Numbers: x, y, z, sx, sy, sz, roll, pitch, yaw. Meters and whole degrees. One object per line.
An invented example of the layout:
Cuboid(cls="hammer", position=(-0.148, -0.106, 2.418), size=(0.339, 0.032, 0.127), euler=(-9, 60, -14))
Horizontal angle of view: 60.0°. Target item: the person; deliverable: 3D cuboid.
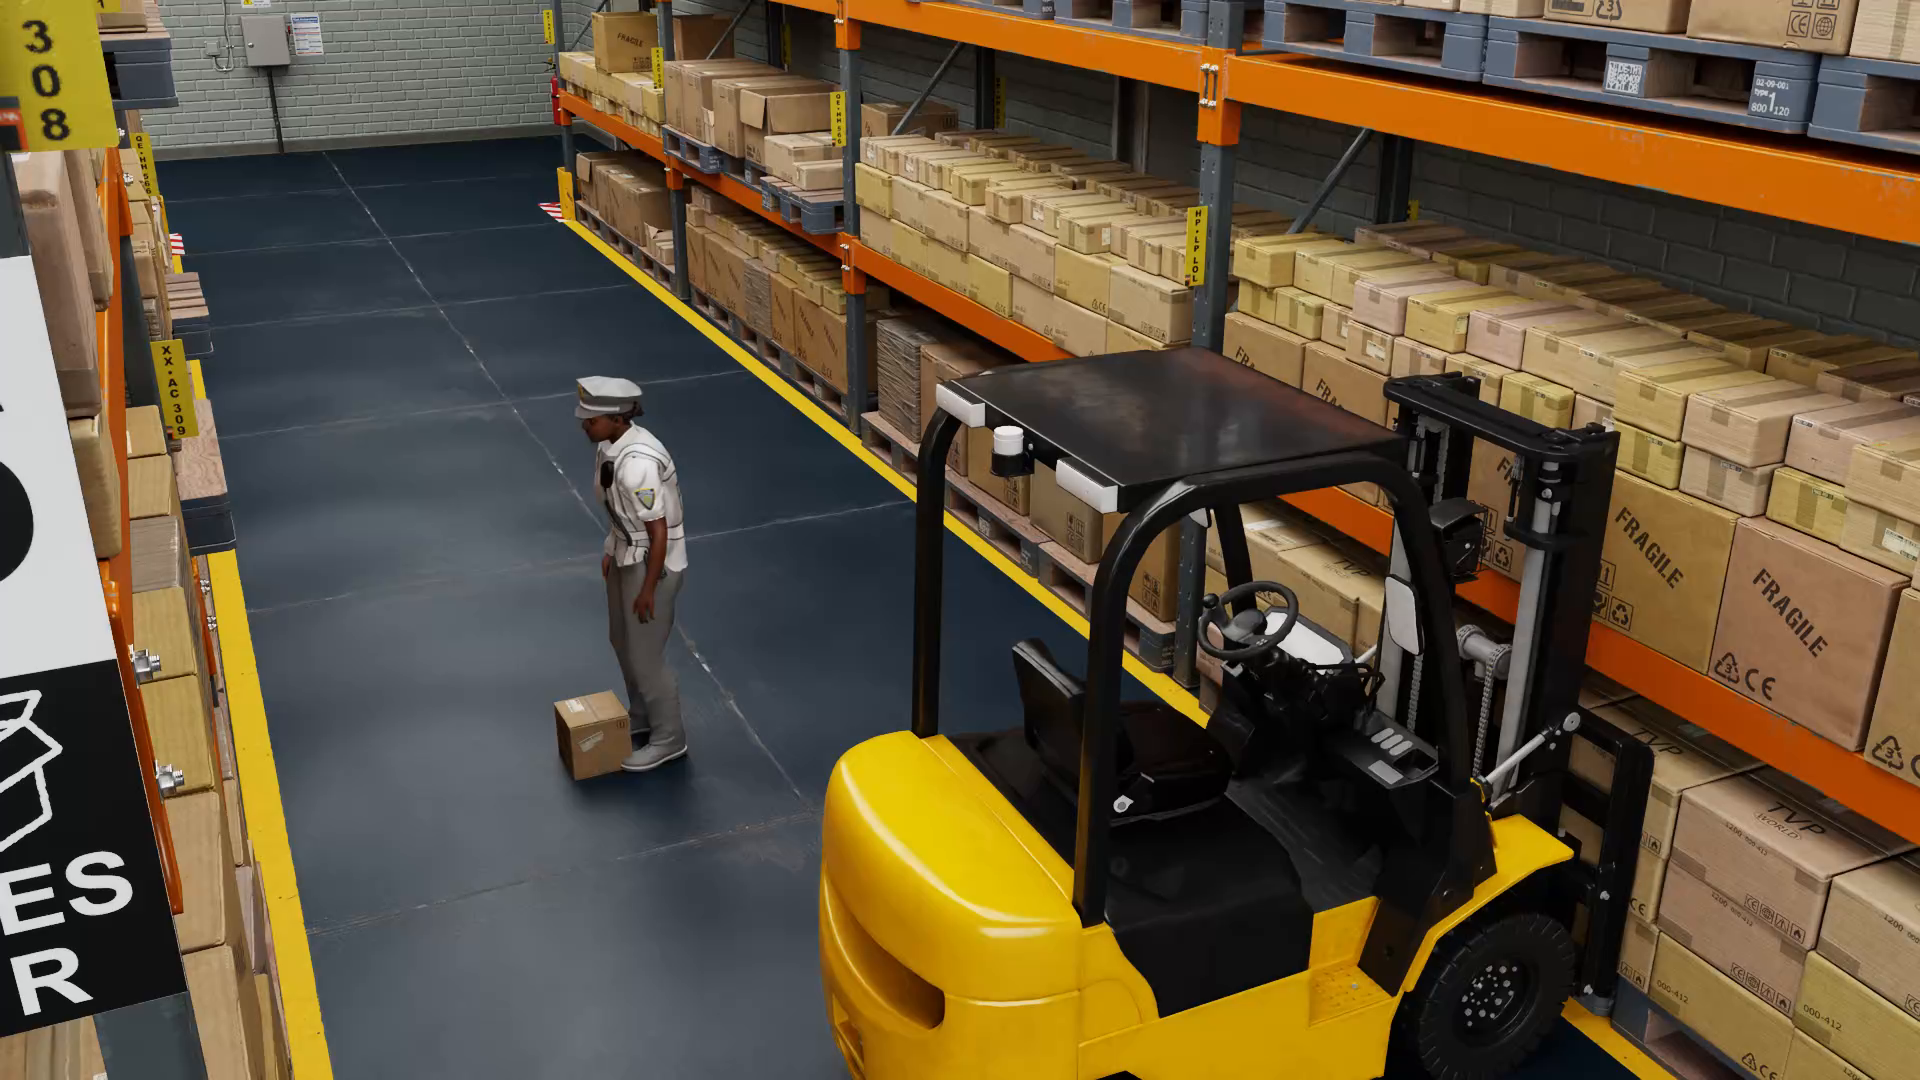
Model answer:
Cuboid(cls="person", position=(-1.326, 0.124, 6.789), size=(0.393, 1.660, 0.527), euler=(-11, 25, -26))
